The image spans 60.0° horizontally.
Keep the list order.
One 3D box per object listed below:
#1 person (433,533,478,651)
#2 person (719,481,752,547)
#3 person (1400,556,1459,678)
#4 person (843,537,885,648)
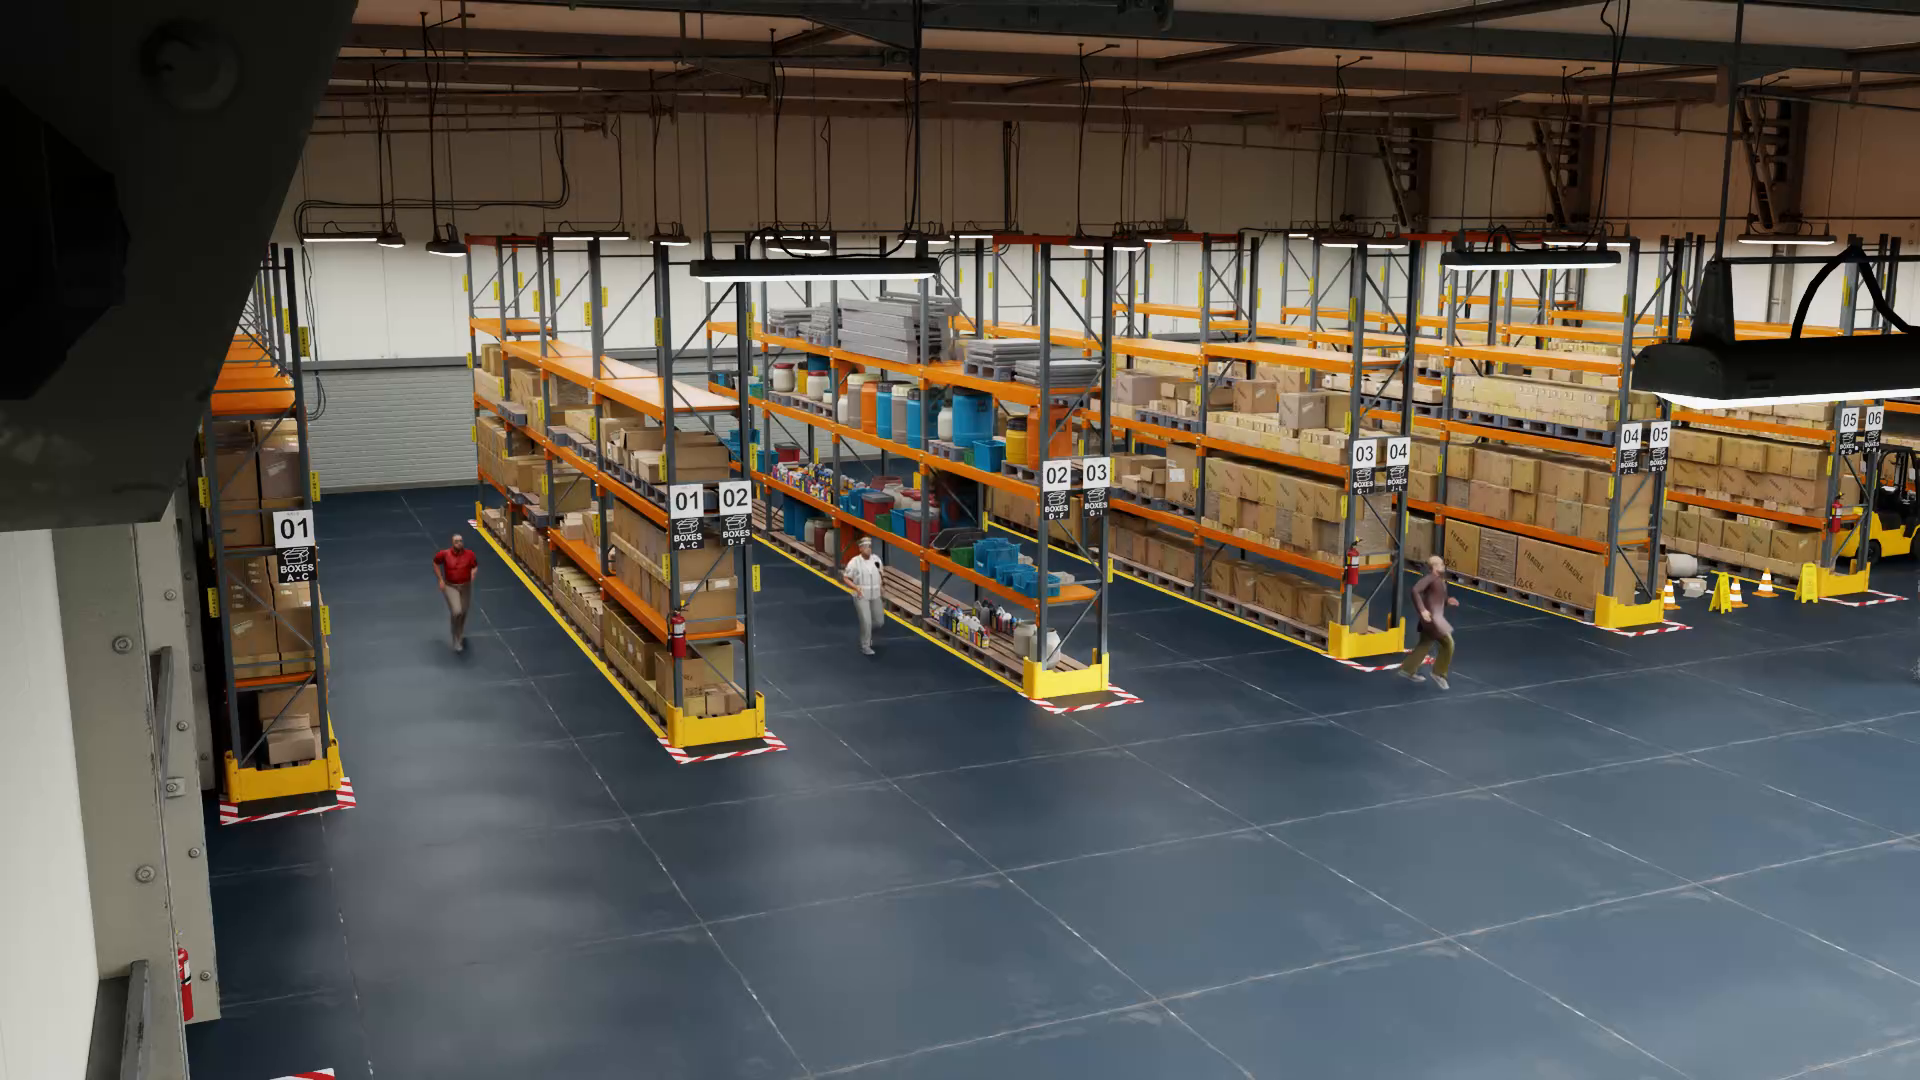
[{"bbox_3d":[-7.483,0.766,24.812,0.573,1.777,0.882,-8,14,-37],"label":"person"},{"bbox_3d":[8.848,0.752,20.866,19.632,3.179,12.931,6,13,30],"label":"person"},{"bbox_3d":[6.429,1.043,22.752,0.733,1.664,0.701,3,11,14],"label":"person"},{"bbox_3d":[-1.364,0.769,24.405,0.661,1.658,0.565,-6,12,-27],"label":"person"}]
